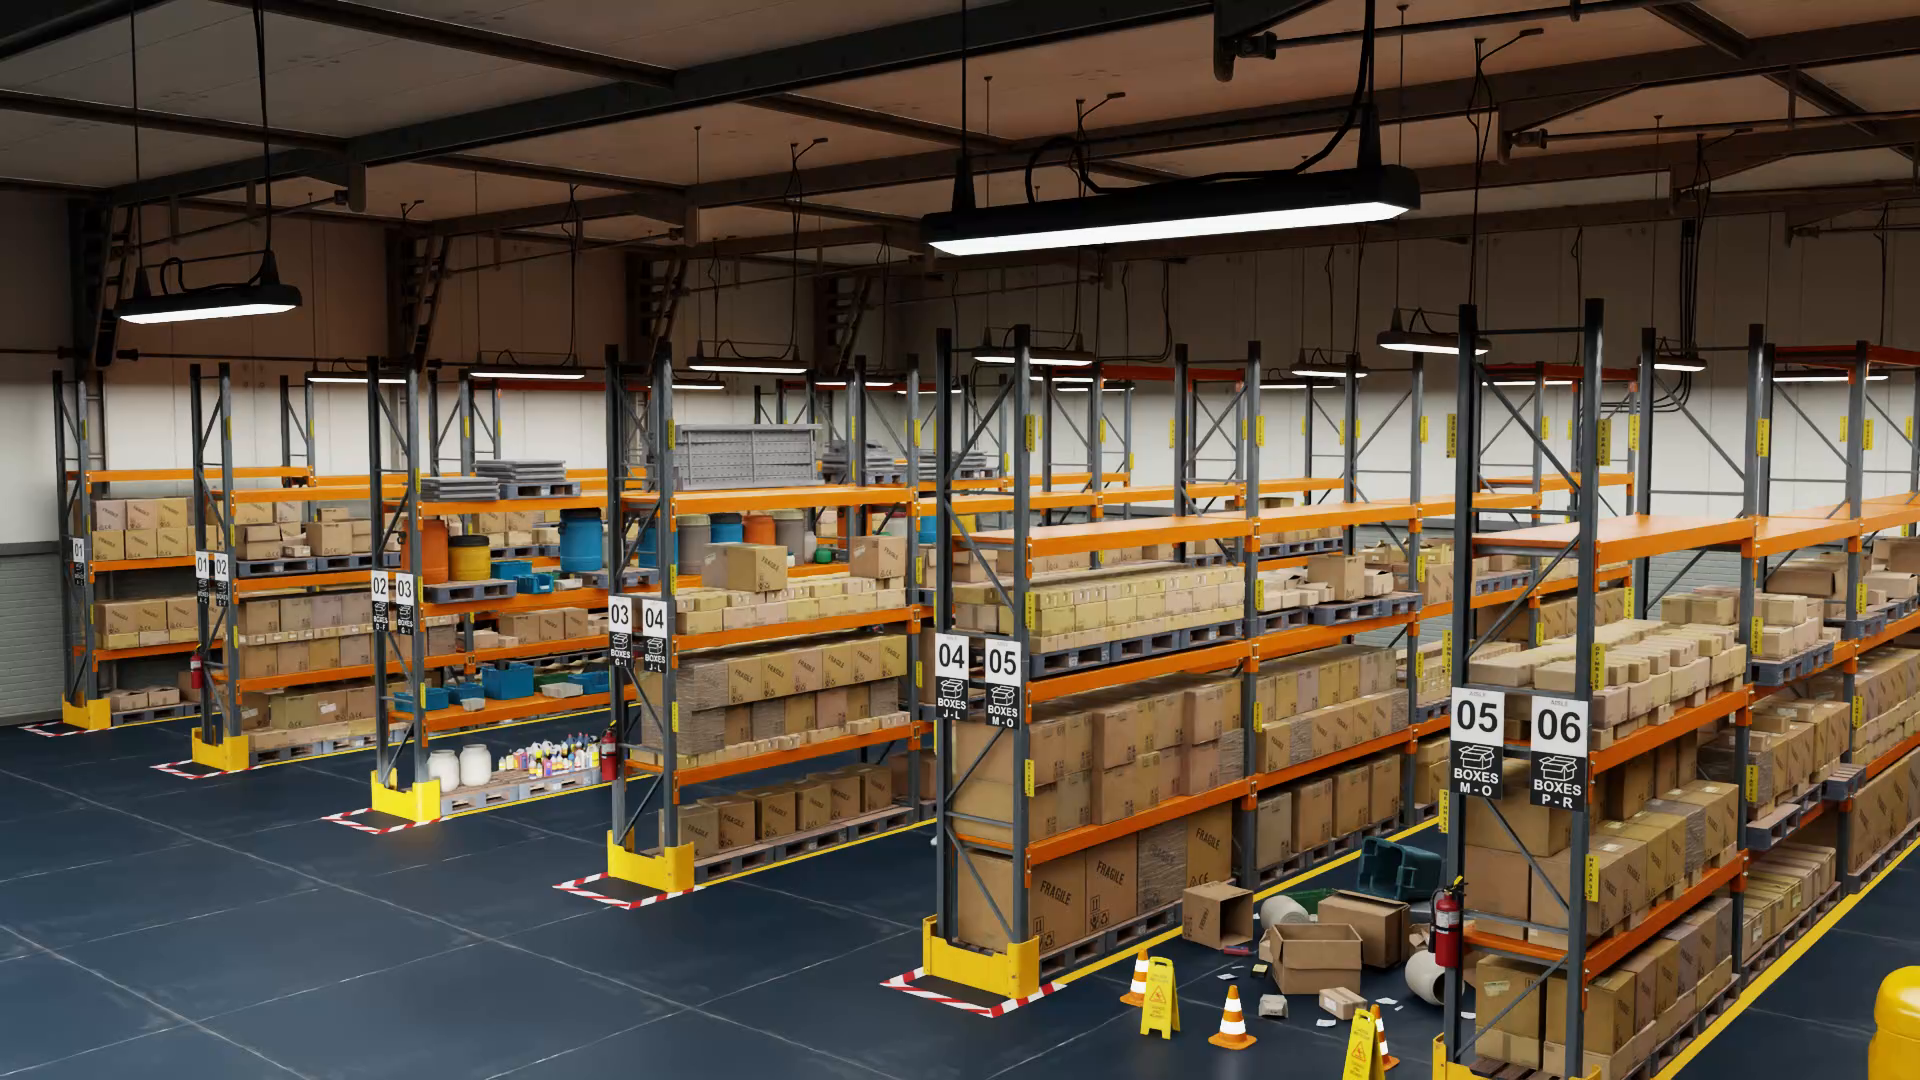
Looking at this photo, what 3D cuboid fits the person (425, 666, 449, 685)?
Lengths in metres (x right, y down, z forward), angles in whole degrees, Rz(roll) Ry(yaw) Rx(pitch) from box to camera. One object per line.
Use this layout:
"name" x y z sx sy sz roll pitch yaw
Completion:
"person" -9.950 2.023 31.245 0.592 1.720 0.944 1 4 14

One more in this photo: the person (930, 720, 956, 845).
"person" -0.038 2.862 20.342 0.680 1.682 0.492 -3 5 -40
